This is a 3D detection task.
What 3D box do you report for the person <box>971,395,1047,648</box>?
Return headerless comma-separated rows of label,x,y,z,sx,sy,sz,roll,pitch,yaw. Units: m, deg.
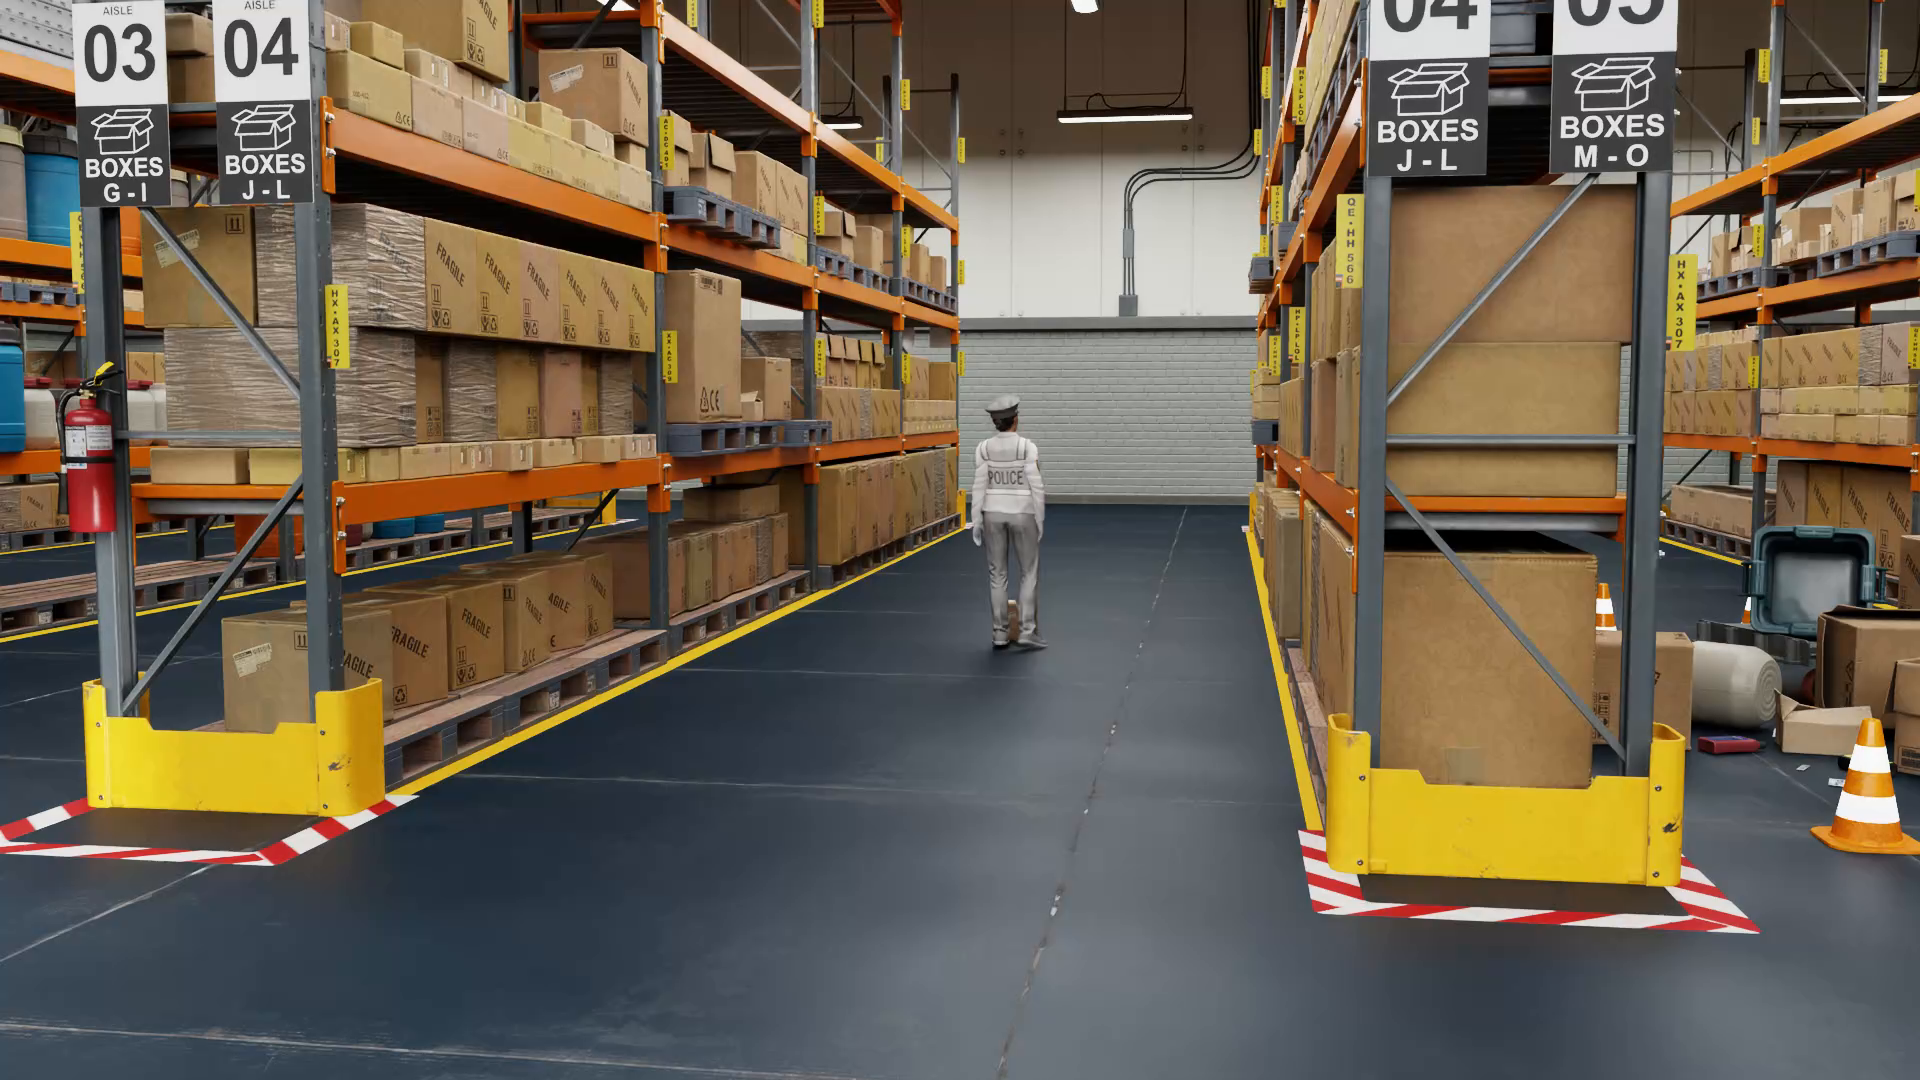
person,0.327,-0.117,11.160,0.521,1.710,0.350,1,5,13
